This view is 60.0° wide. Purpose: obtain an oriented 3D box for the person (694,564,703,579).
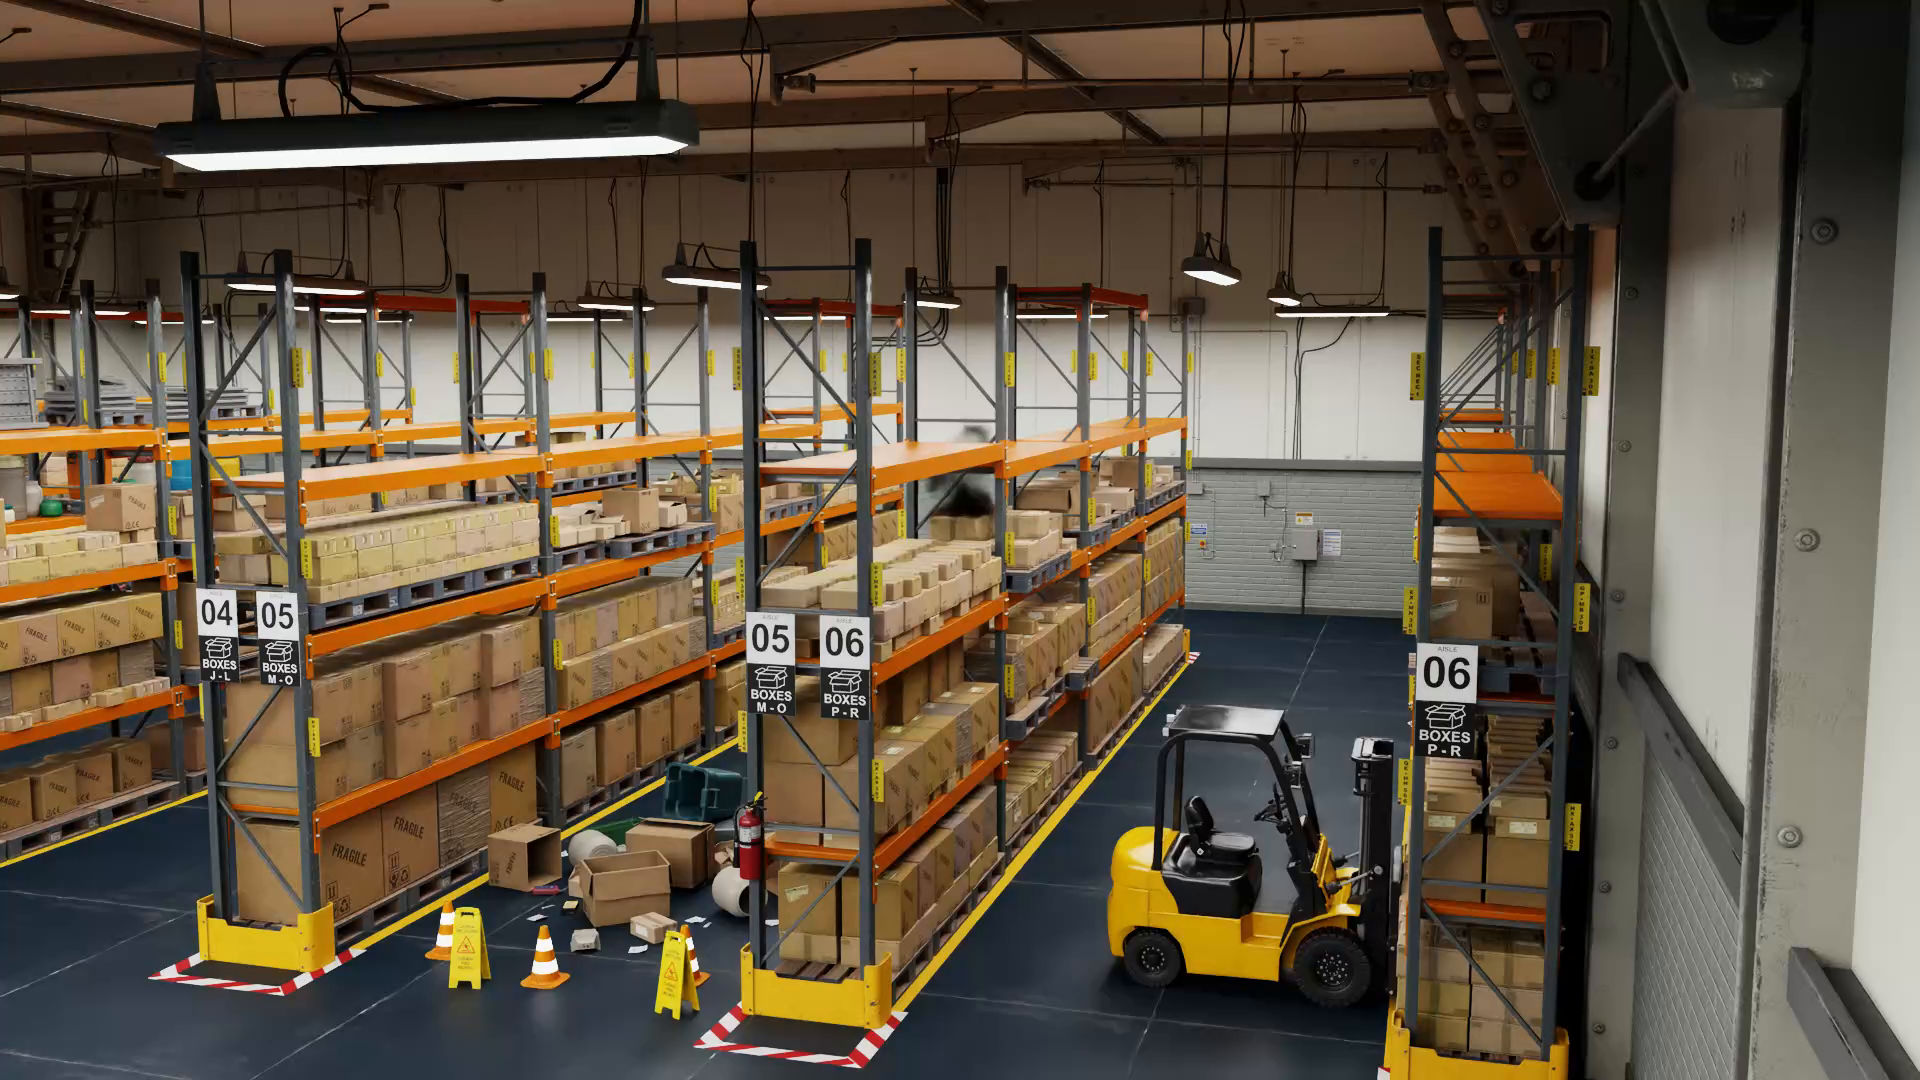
[{"bbox_3d":[-4.107,1.306,26.775,0.644,1.843,0.755,2,7,20],"label":"person"}]
